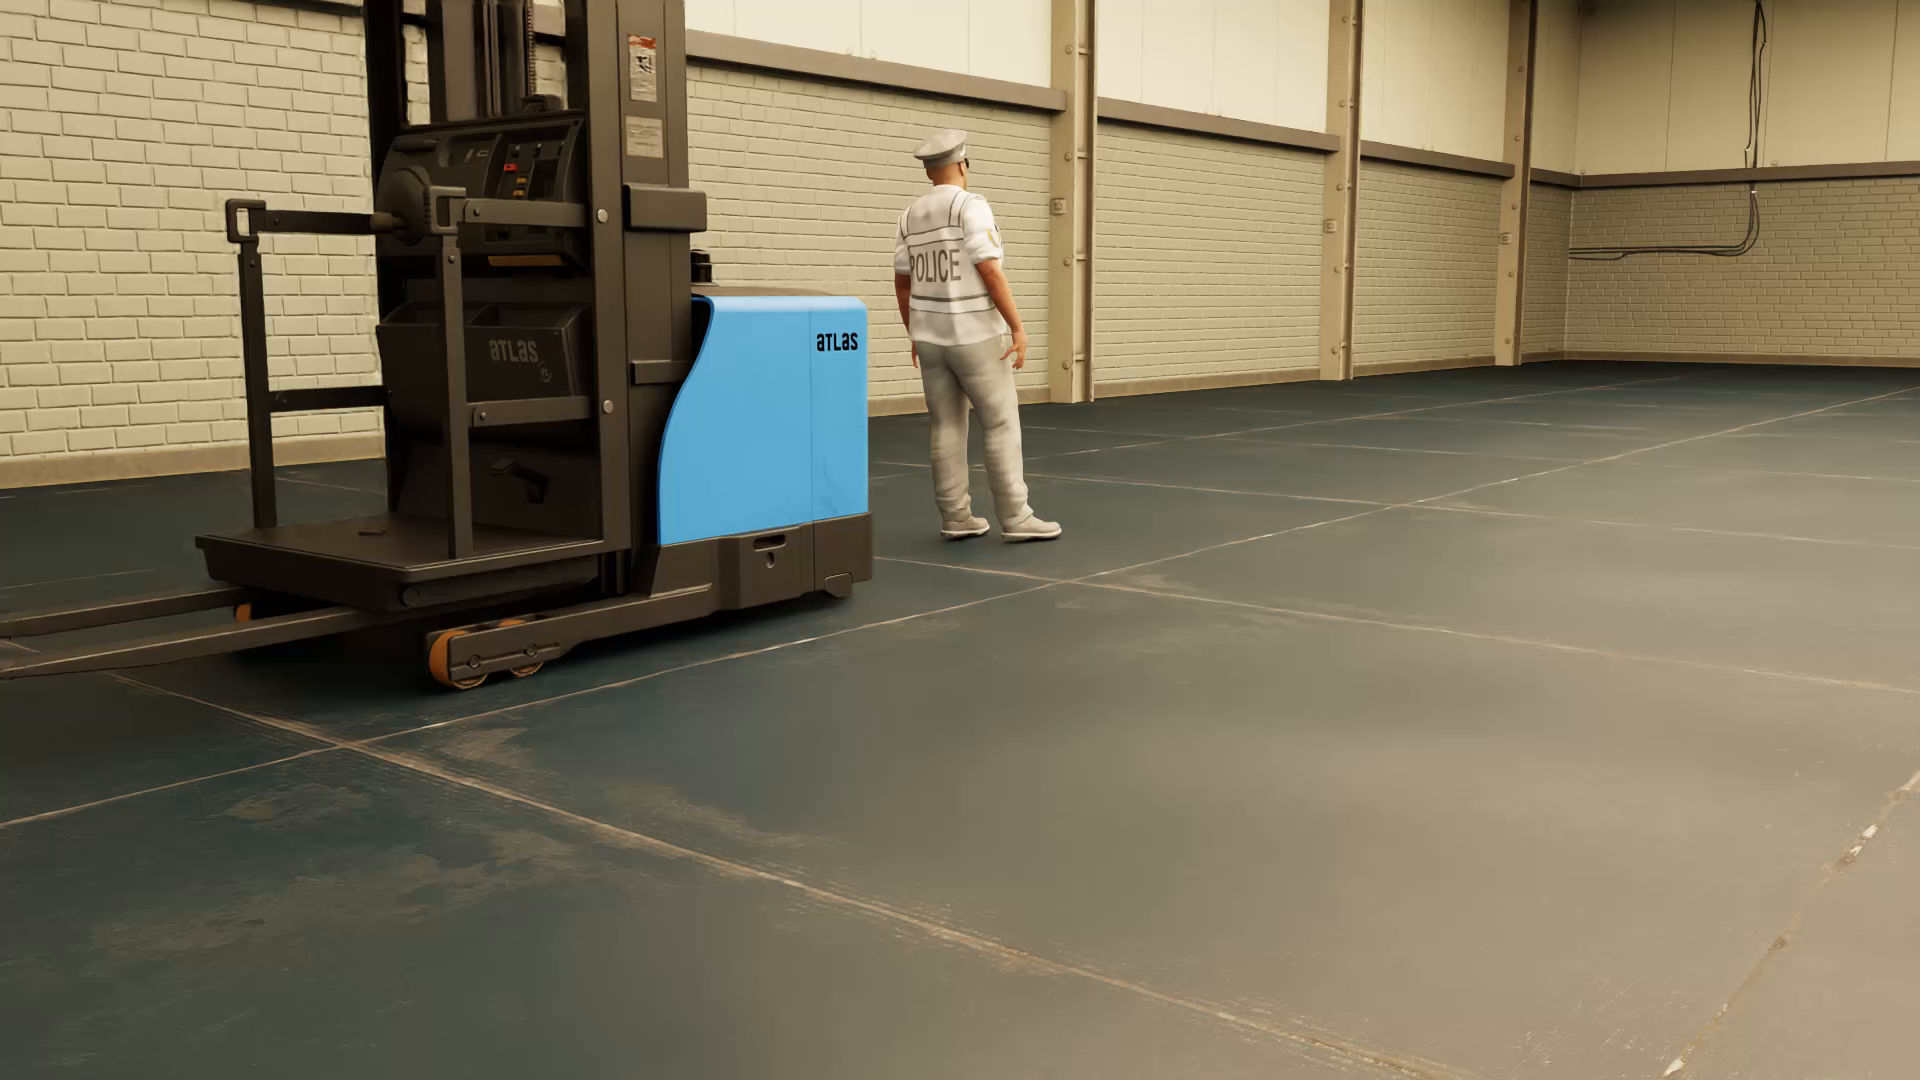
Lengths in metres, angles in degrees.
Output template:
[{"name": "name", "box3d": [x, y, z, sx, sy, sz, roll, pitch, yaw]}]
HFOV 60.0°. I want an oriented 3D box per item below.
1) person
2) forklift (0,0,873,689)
[{"name": "person", "box3d": [0.058, -0.897, 7.327, 0.640, 1.781, 0.575, 7, 11, 38]}, {"name": "forklift", "box3d": [-1.606, -1.118, 4.922, 1.130, 2.935, 3.031, 6, 10, 37]}]
